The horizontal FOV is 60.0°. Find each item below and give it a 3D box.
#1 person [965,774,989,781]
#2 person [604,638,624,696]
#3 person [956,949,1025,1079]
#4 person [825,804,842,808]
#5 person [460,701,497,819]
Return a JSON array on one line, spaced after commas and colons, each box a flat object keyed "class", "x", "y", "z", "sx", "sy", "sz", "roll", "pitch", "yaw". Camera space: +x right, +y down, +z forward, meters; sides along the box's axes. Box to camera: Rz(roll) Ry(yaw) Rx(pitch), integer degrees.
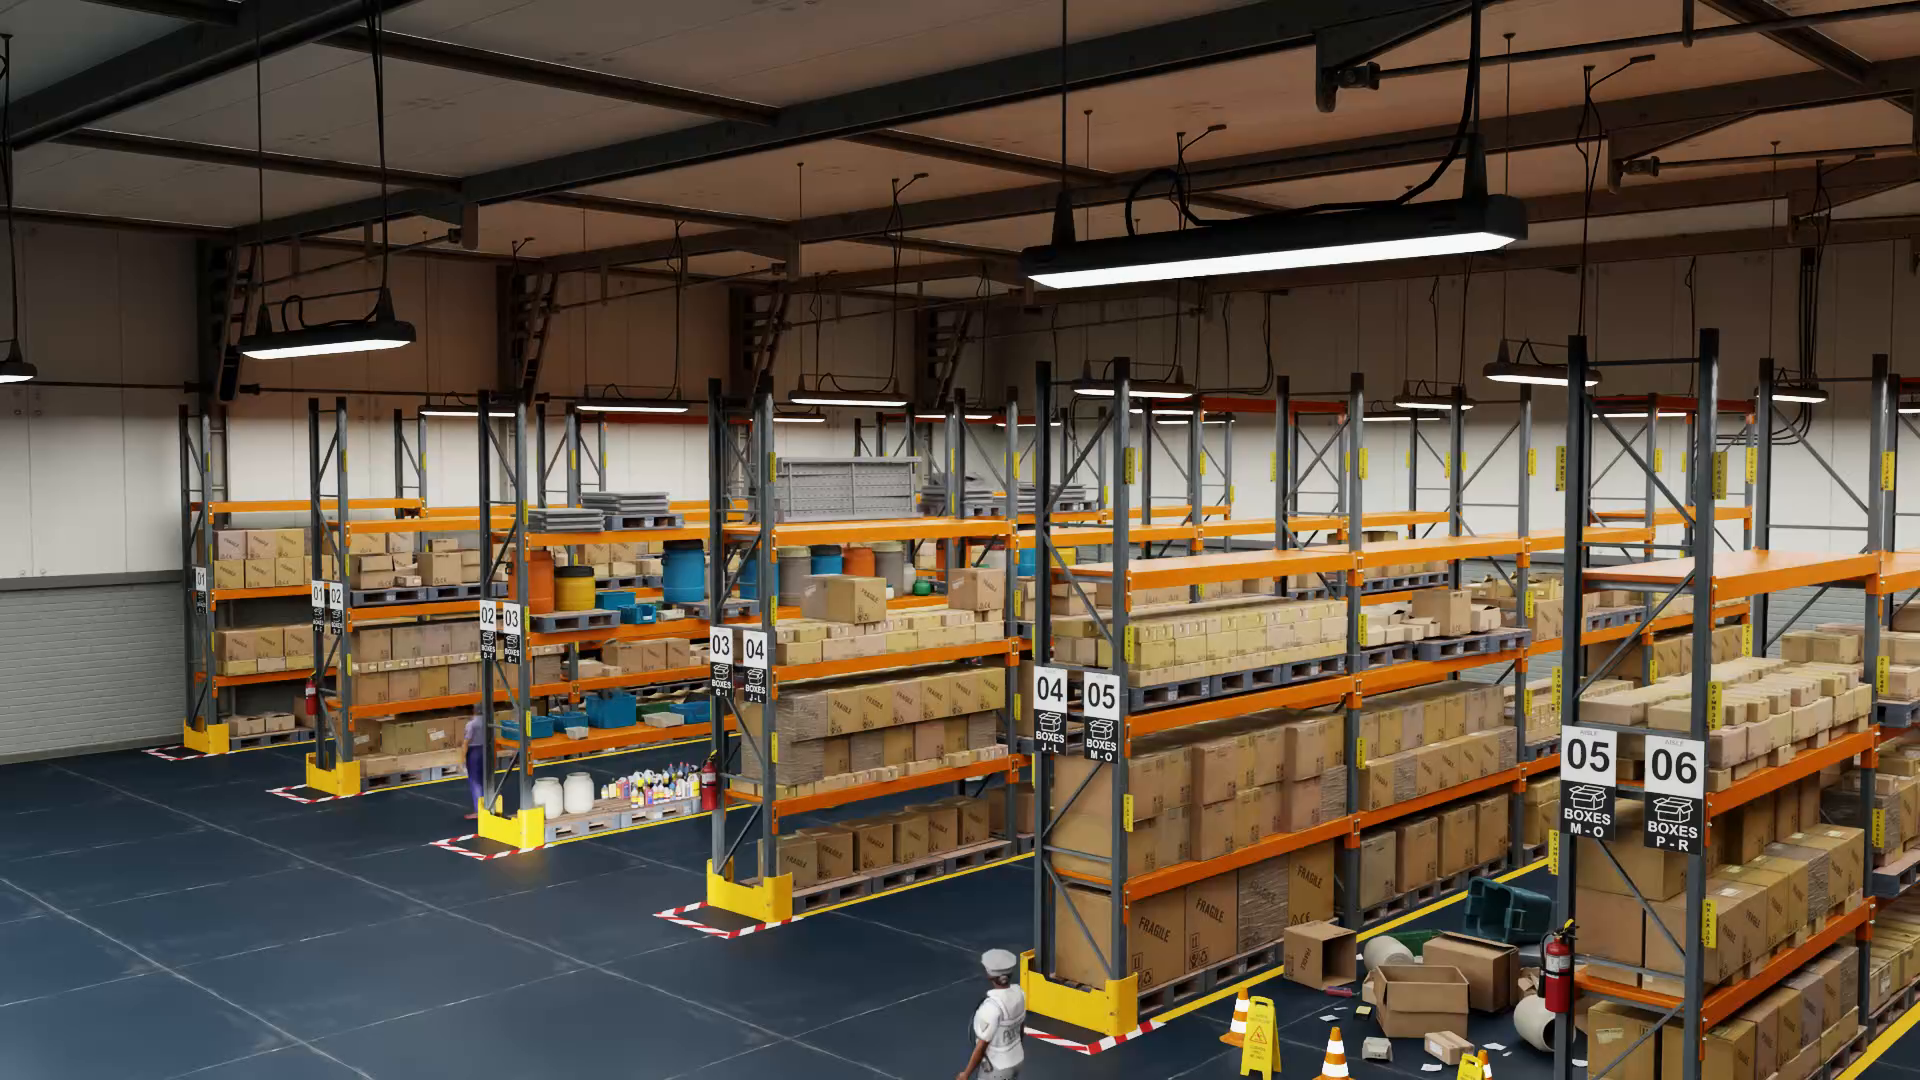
[{"class": "person", "x": 0.274, "y": 2.882, "z": 26.306, "sx": 0.419, "sy": 1.780, "sz": 0.634, "roll": 1, "pitch": 3, "yaw": 24}, {"class": "person", "x": -6.544, "y": 2.657, "z": 31.366, "sx": 0.457, "sy": 1.685, "sz": 0.495, "roll": -1, "pitch": 3, "yaw": -12}, {"class": "person", "x": 0.229, "y": 3.717, "z": 11.712, "sx": 0.481, "sy": 1.695, "sz": 0.520, "roll": 1, "pitch": 3, "yaw": 23}, {"class": "person", "x": -1.922, "y": 2.995, "z": 24.209, "sx": 0.417, "sy": 1.776, "sz": 0.574, "roll": 1, "pitch": 3, "yaw": 26}, {"class": "person", "x": -6.806, "y": 3.117, "z": 23.512, "sx": 0.383, "sy": 1.690, "sz": 0.571, "roll": 3, "pitch": 4, "yaw": 40}]
